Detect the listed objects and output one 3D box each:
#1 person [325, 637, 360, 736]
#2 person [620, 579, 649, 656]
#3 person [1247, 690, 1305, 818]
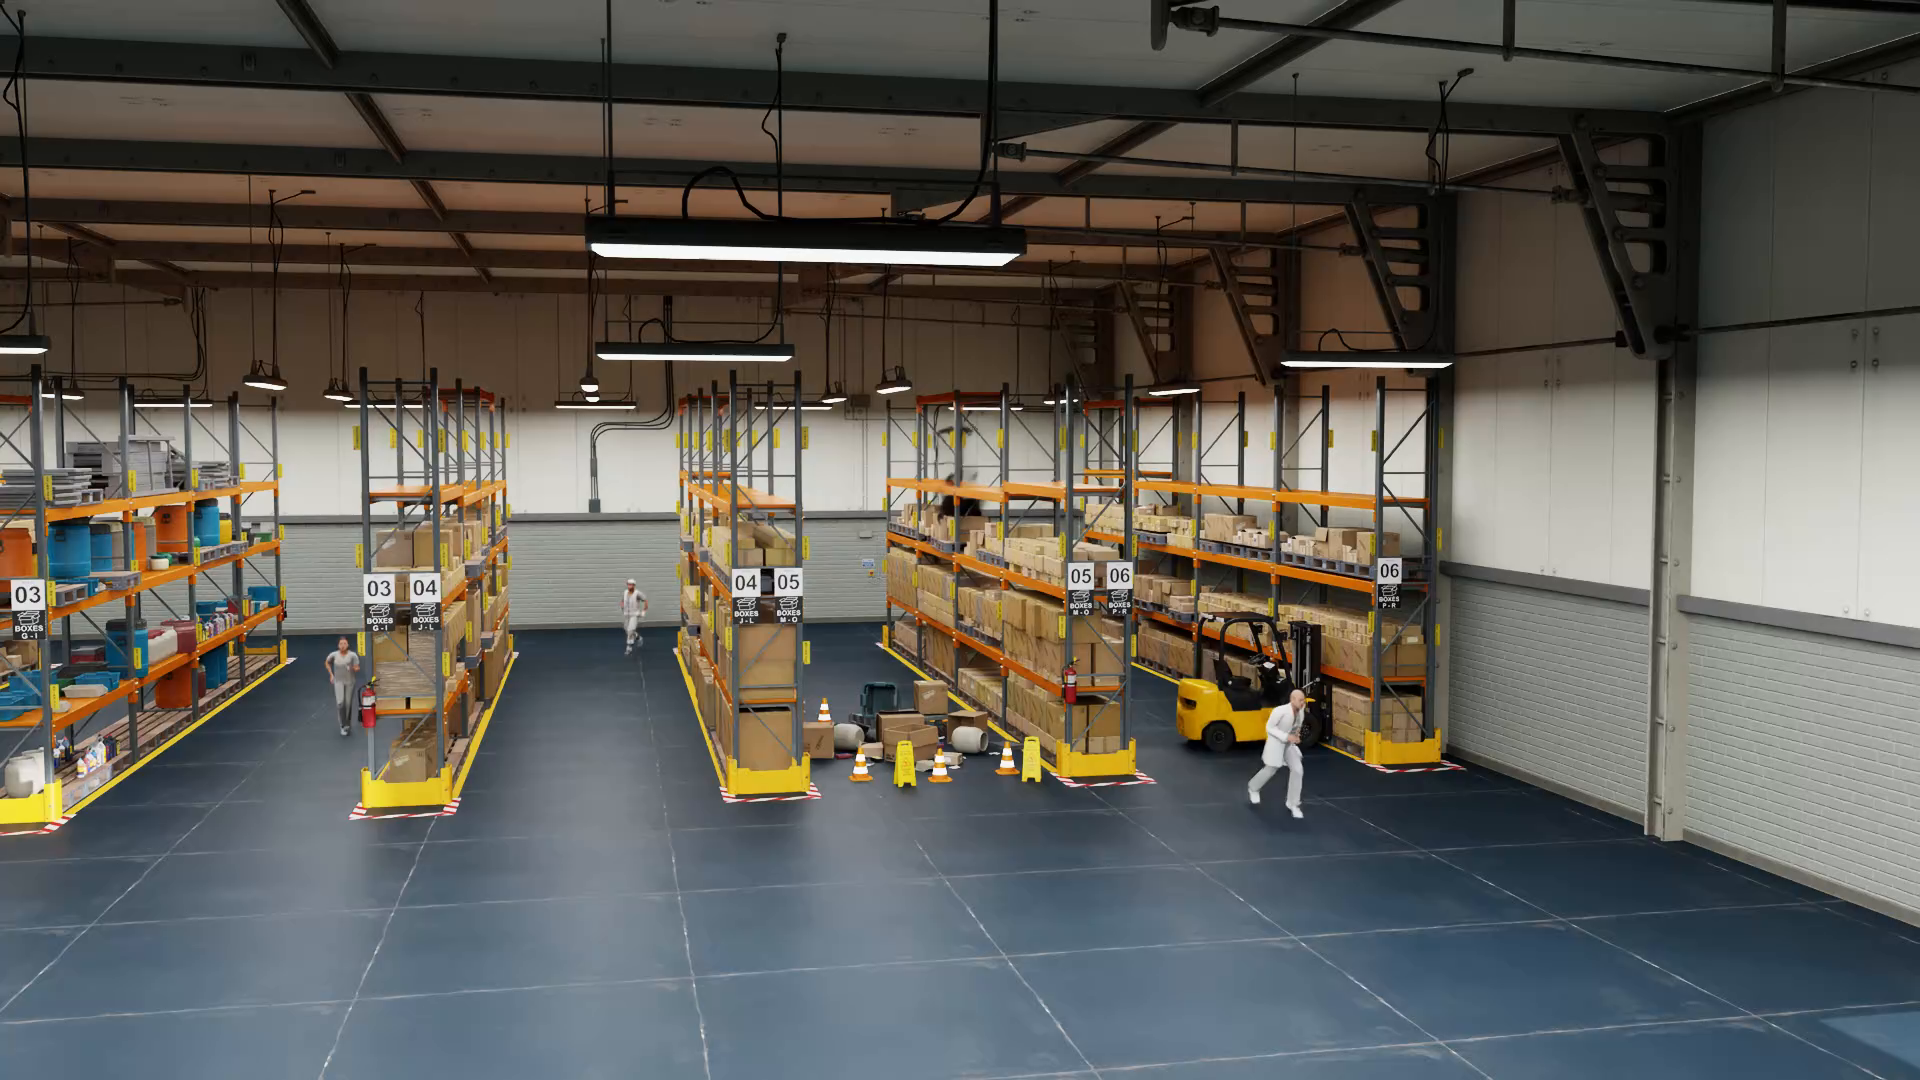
[{"bbox_3d":[-10.537,2.495,28.411,0.564,1.693,0.765,-1,4,-20],"label":"person"},{"bbox_3d":[-7.705,1.801,39.153,0.696,1.782,0.843,1,4,23],"label":"person"},{"bbox_3d":[4.281,2.841,22.490,0.755,1.742,1.064,-2,4,-35],"label":"person"}]
